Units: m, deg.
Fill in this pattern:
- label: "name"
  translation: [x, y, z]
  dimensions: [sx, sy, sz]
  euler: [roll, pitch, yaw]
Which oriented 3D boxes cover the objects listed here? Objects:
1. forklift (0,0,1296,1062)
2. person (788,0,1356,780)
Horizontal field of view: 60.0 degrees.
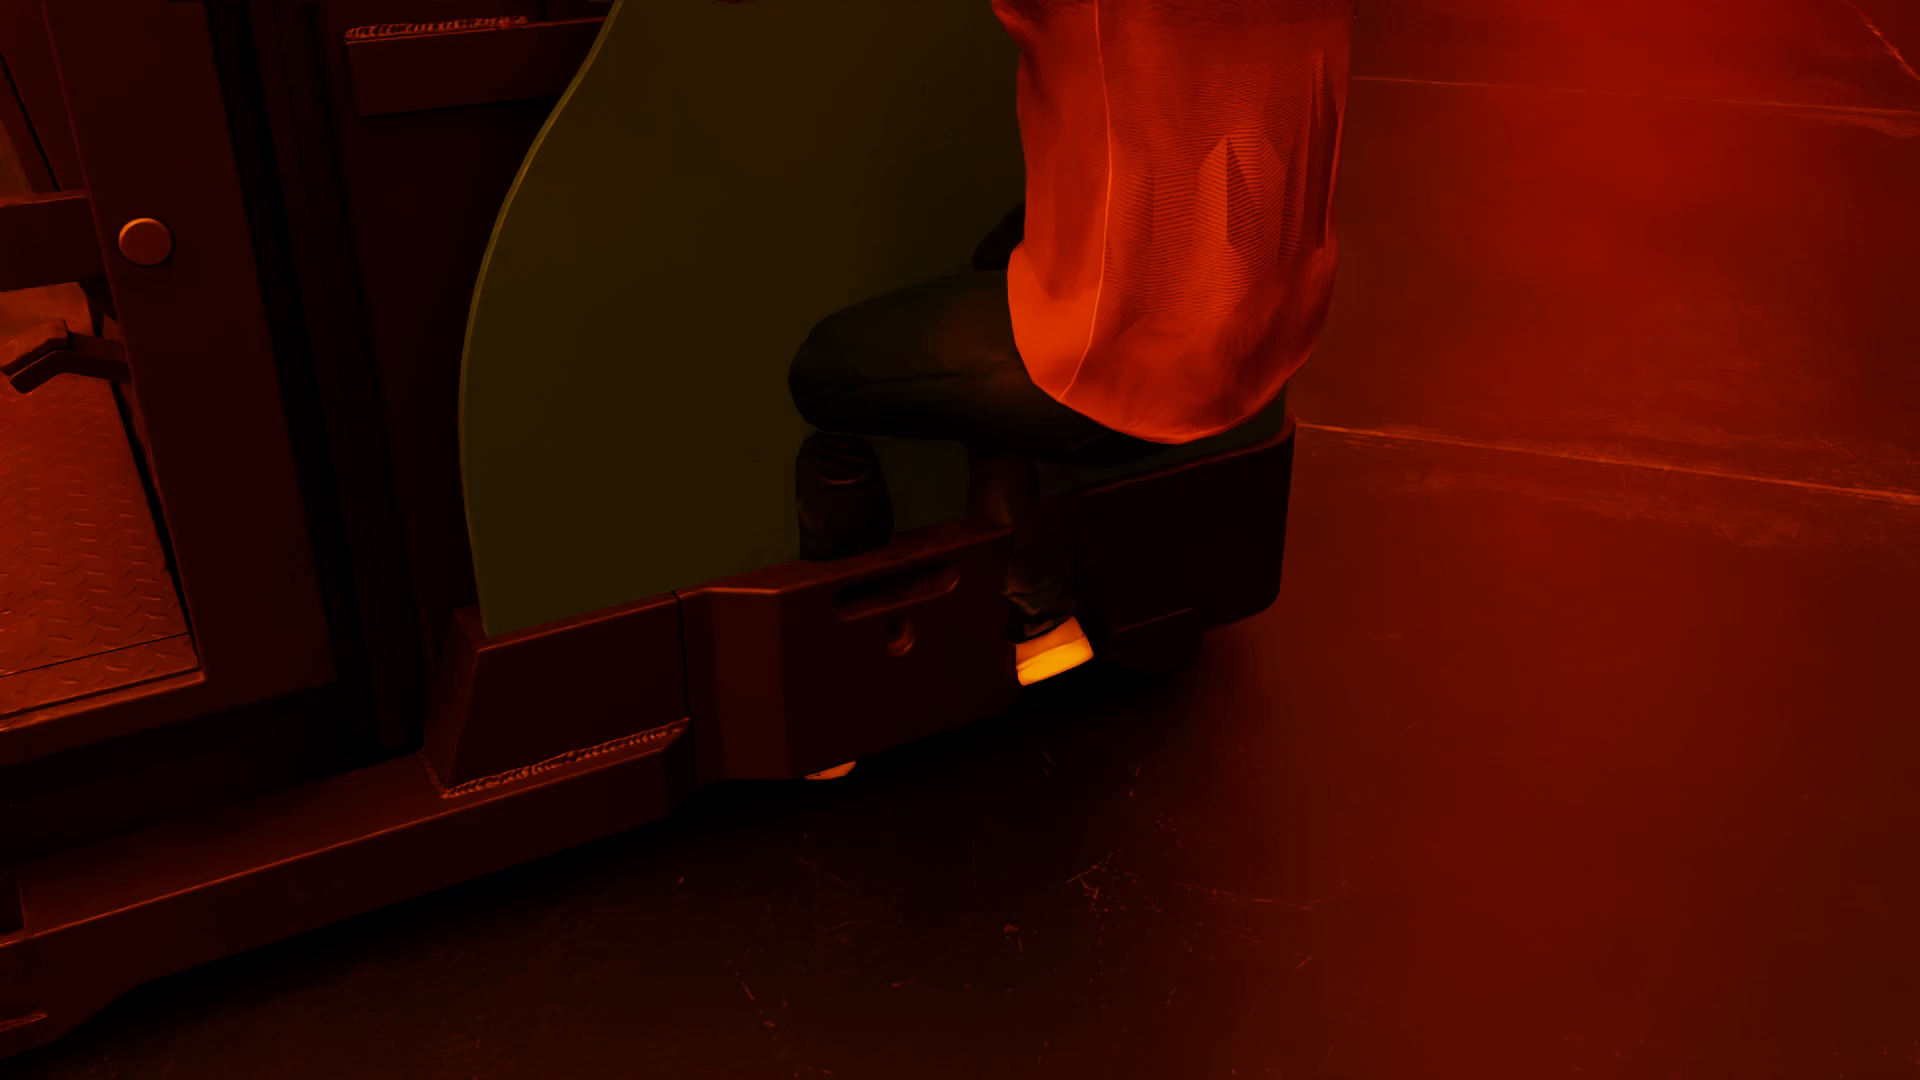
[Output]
- label: "forklift"
  translation: [-1.110, -1.031, 1.296]
  dimensions: [3.031, 2.935, 1.130]
  euler: [-15, 30, -26]
- label: "person"
  translation: [0.020, -0.344, 1.650]
  dimensions: [0.756, 1.365, 0.893]
  euler: [17, 32, 30]
